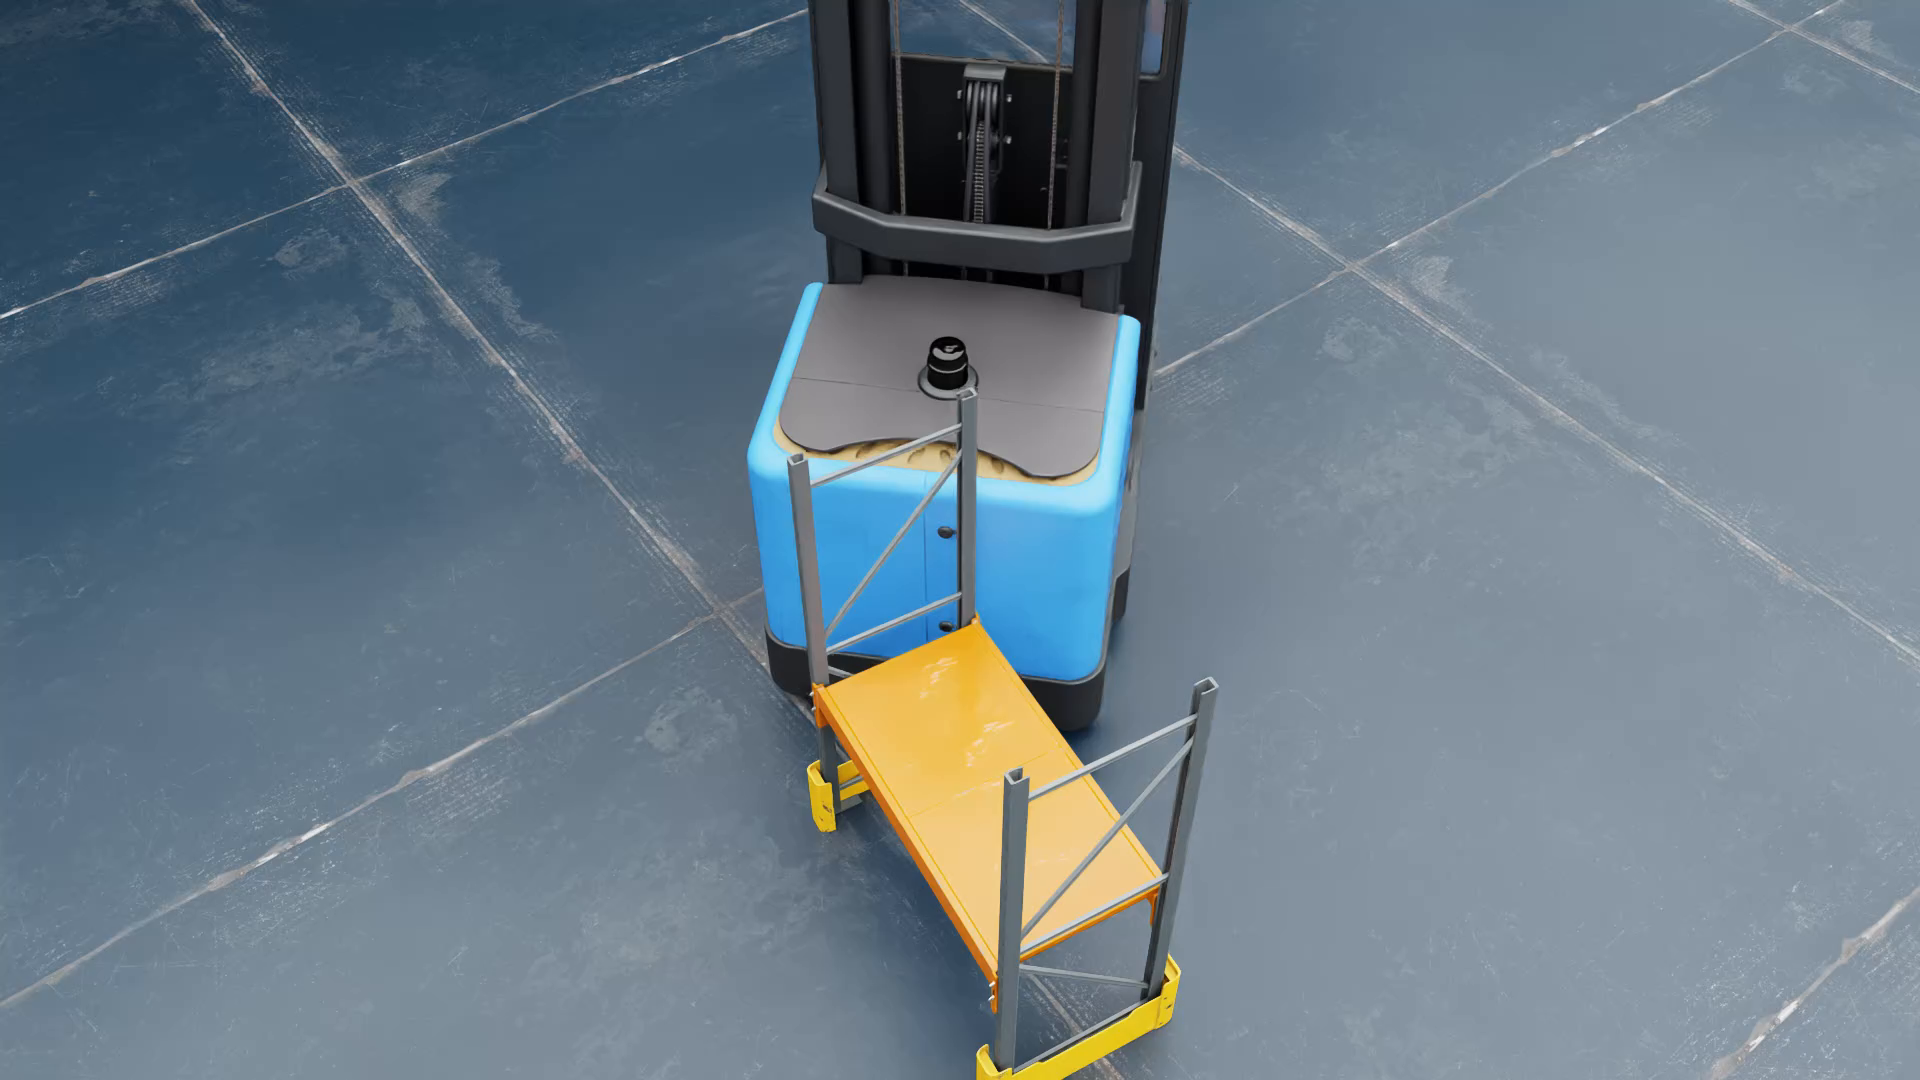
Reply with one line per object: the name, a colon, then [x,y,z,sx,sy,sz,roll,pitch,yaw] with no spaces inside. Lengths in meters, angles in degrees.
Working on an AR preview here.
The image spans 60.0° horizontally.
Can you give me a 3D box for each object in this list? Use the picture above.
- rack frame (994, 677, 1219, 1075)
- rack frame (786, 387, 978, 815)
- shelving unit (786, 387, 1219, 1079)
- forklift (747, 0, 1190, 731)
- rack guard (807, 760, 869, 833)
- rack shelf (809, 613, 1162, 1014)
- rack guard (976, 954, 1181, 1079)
rack frame: [0.313,0.888,3.933,0.500,1.500,0.032,-22,52,-19]
rack frame: [-0.182,0.230,4.529,0.500,1.500,0.032,-22,52,-19]
shelving unit: [0.070,0.565,4.226,0.587,1.500,1.083,-22,52,-19]
forklift: [0.147,-1.506,5.137,1.130,2.935,3.031,7,48,6]
rack guard: [-0.173,0.662,4.981,0.587,0.250,0.087,-22,52,-19]
rack shelf: [0.065,0.680,4.364,0.538,0.185,1.000,-22,52,-19]
rack guard: [0.312,1.307,4.396,0.587,0.250,0.087,-22,52,-19]
